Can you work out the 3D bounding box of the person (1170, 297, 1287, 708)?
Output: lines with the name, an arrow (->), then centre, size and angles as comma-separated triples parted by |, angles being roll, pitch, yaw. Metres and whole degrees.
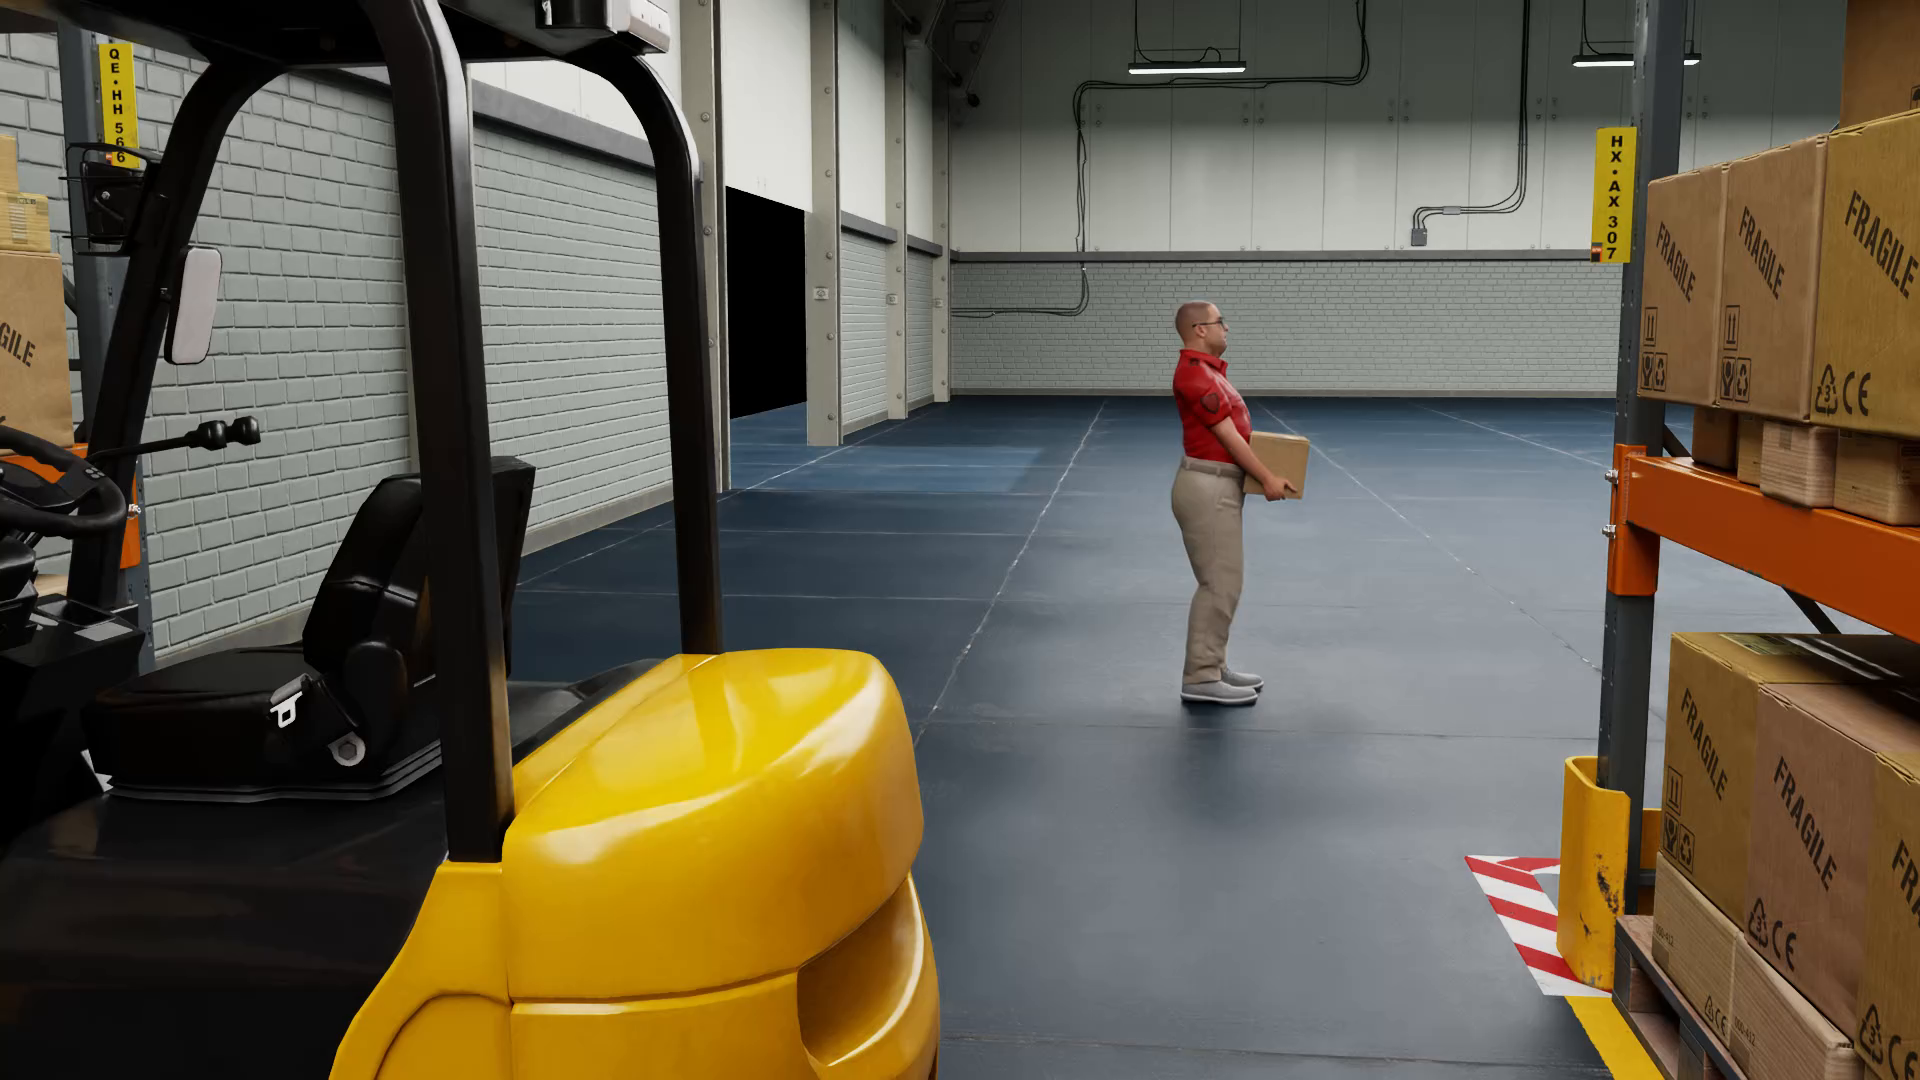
person -> 1.151, -0.177, 7.183 | 0.507, 1.729, 0.538 | 1, 8, 6
